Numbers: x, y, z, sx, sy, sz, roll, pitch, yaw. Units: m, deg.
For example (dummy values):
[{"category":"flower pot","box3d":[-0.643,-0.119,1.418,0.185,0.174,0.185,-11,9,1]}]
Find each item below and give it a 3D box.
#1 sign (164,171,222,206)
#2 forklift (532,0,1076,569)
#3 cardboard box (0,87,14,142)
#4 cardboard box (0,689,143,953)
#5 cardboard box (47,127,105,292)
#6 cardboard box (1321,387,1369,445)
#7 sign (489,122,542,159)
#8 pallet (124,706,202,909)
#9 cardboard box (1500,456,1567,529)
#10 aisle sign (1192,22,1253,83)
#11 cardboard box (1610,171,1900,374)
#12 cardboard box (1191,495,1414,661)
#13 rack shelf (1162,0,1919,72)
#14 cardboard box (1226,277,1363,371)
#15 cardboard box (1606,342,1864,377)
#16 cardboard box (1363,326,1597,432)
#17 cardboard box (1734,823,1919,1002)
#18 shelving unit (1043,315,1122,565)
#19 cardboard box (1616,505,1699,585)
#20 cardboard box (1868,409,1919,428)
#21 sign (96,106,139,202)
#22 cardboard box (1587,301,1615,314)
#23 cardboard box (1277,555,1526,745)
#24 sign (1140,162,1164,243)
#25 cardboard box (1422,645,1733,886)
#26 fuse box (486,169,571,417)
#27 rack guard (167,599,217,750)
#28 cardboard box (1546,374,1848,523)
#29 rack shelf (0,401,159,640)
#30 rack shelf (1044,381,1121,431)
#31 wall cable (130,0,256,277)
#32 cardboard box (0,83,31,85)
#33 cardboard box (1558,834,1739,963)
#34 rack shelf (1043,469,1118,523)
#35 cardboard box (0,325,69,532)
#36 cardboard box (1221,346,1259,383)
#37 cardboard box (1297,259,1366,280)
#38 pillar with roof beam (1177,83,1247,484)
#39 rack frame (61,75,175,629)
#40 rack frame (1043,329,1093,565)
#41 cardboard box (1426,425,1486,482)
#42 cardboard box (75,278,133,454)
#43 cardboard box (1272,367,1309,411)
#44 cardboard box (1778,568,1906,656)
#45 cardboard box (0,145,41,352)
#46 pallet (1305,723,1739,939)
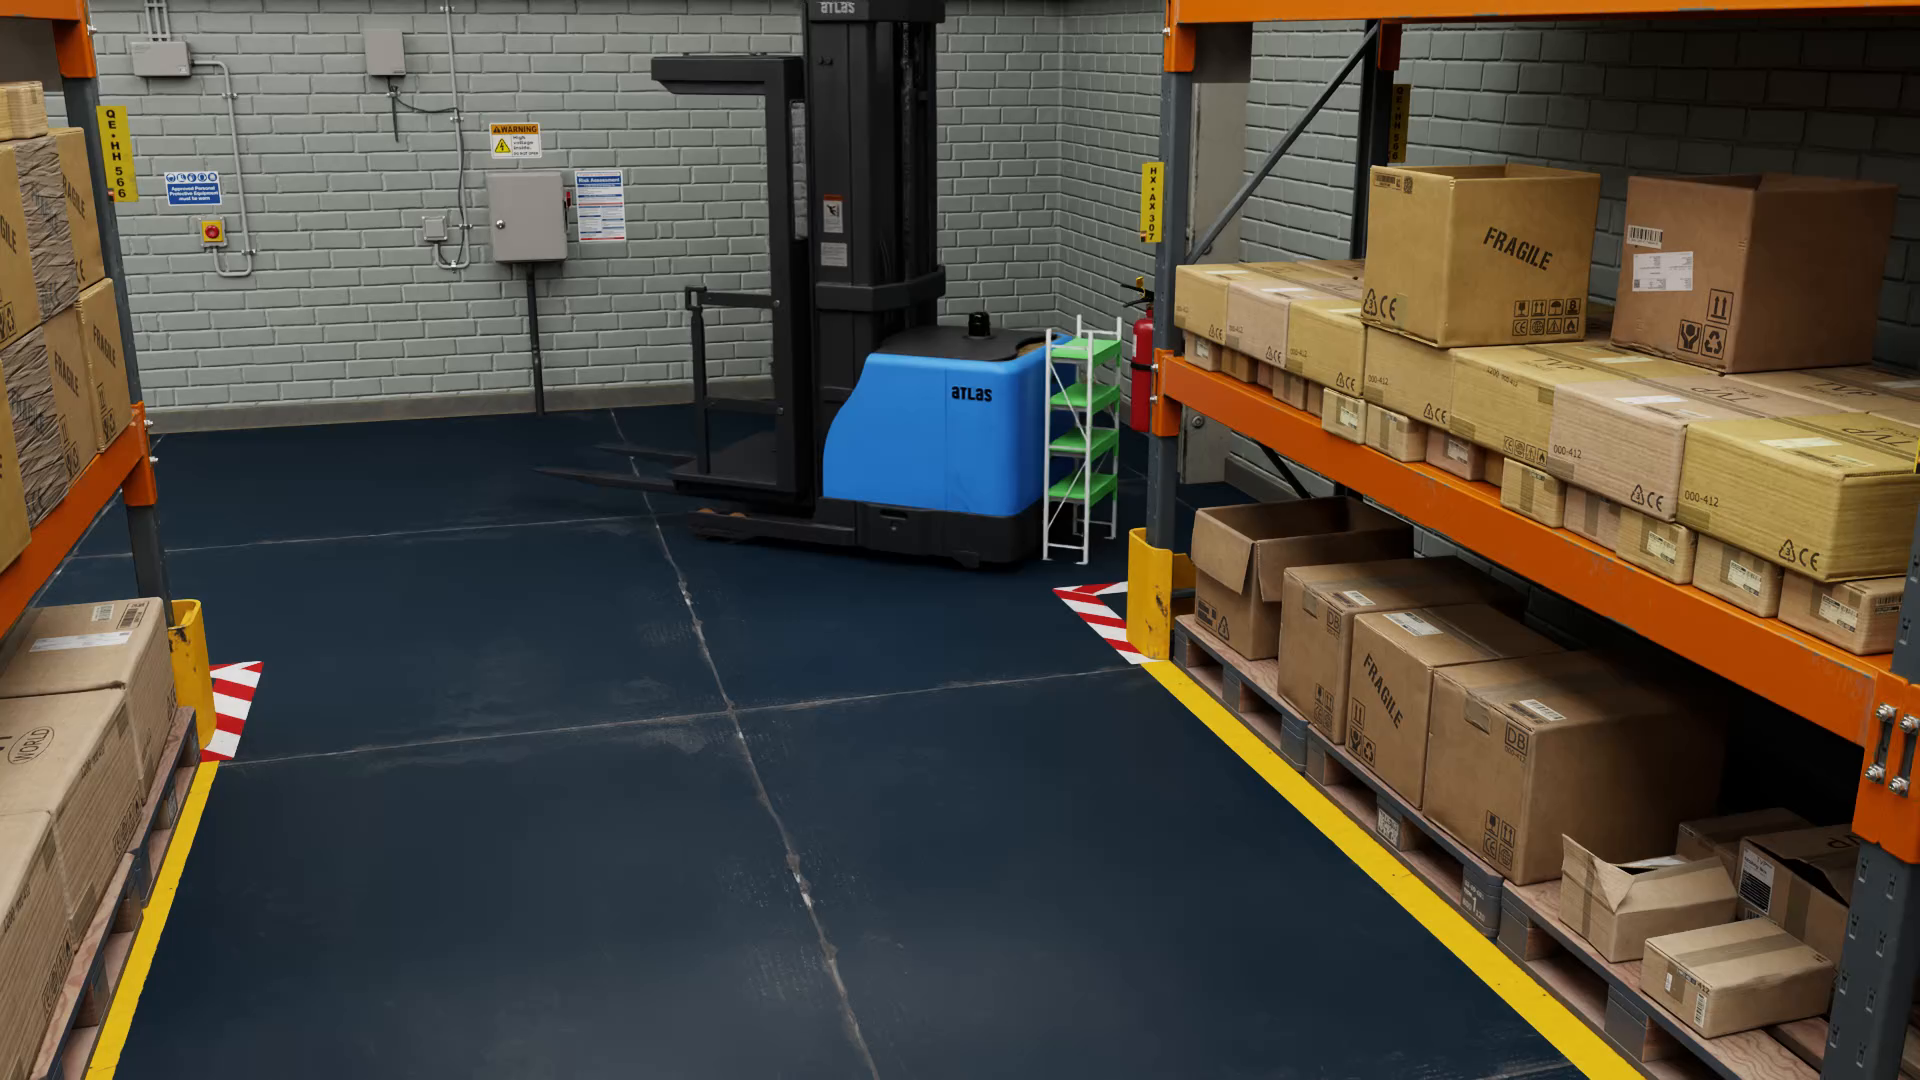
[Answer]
[{"category":"sign","box3d":[-5.087,-2.332,11.032,0.327,0.218,0.001,-5,17,-15]},{"category":"forklift","box3d":[-0.931,-1.515,8.901,3.031,2.935,1.130,7,18,22]},{"category":"cardboard box","box3d":[-2.886,-1.180,4.626,0.380,0.149,0.250,-4,17,-14]},{"category":"cardboard box","box3d":[-2.915,0.821,4.727,0.875,0.438,0.875,-4,17,-14]},{"category":"cardboard box","box3d":[-3.091,-1.044,5.301,0.500,0.500,0.500,-4,17,-13]},{"category":"cardboard box","box3d":[1.452,-0.432,5.612,0.380,0.149,0.250,-5,17,-17]},{"category":"sign","box3d":[-3.074,-2.764,11.503,0.339,0.242,0.001,-5,17,-15]},{"category":"pallet","box3d":[-3.157,0.919,5.526,1.003,0.211,1.213,-5,17,-15]},{"category":"cardboard box","box3d":[1.758,-0.150,4.674,0.380,0.149,0.250,-5,17,-16]},{"category":"aisle sign","box3d":[1.018,-2.266,6.762,0.394,0.787,0.004,-5,17,-15]},{"category":"cardboard box","box3d":[2.265,-0.781,4.779,0.500,0.500,0.500,-5,17,-17]},{"category":"cardboard box","box3d":[1.397,0.146,6.861,0.797,0.503,0.637,-5,18,-17]},{"category":"rack shelf","box3d":[1.869,-1.564,4.981,1.077,0.370,4.000,-5,17,-15]},{"category":"cardboard box","box3d":[1.324,-0.809,6.176,0.500,0.250,0.500,-5,17,-15]},{"category":"cardboard box","box3d":[2.258,-0.429,4.909,0.500,0.250,0.500,-4,17,-14]},{"category":"cardboard box","box3d":[1.627,-0.530,5.245,0.500,0.250,0.500,-5,17,-17]},{"category":"cardboard box","box3d":[2.465,0.967,4.464,0.500,0.311,0.500,-4,17,-13]},{"category":"shelving unit","box3d":[0.635,-0.526,8.619,0.258,1.200,0.503,7,18,21]},{"category":"cardboard box","box3d":[1.901,-0.007,4.197,0.380,0.149,0.250,-4,17,-14]},{"category":"cardboard box","box3d":[2.542,-0.148,3.973,0.500,0.250,0.500,-5,17,-16]},{"category":"sign","box3d":[-2.926,-1.339,5.770,0.100,0.325,0.005,-5,17,-15]},{"category":"cardboard box","box3d":[1.973,-0.709,5.843,0.500,0.250,0.500,-4,17,-14]},{"category":"cardboard box","box3d":[1.594,0.387,6.064,0.700,0.500,0.500,-4,17,-13]},{"category":"sign","box3d":[0.798,-1.397,6.883,0.100,0.325,0.005,-5,17,-15]},{"category":"cardboard box","box3d":[1.879,0.674,5.108,0.700,0.500,0.500,-5,18,-17]},{"category":"fuse box","box3d":[-2.964,-1.698,11.631,0.539,1.711,0.414,-5,17,-15]},{"category":"rack guard","box3d":[-3.459,0.559,6.222,1.175,0.500,0.348,-5,17,-15]},{"category":"cardboard box","box3d":[1.892,-0.248,4.308,0.500,0.250,0.500,-5,17,-15]},{"category":"rack shelf","box3d":[-2.902,0.266,4.102,1.077,0.370,4.000,-5,17,-15]},{"category":"rack shelf","box3d":[0.635,-0.695,8.568,0.258,0.148,0.480,7,18,21]},{"category":"wall cable","box3d":[-5.024,-2.691,10.876,0.585,1.953,0.123,-5,17,-15]},{"category":"cardboard box","box3d":[-3.068,-1.317,5.084,0.380,0.149,0.250,-4,17,-14]},{"category":"cardboard box","box3d":[1.885,0.960,4.565,0.396,0.266,0.258,-4,17,-13]},{"category":"rack shelf","box3d":[0.635,-0.235,8.707,0.258,0.148,0.480,7,18,21]},{"category":"cardboard box","box3d":[-2.791,-0.285,4.515,0.500,0.500,0.500,-4,17,-14]},{"category":"cardboard box","box3d":[1.261,-0.725,6.590,0.380,0.149,0.250,-4,17,-14]},{"category":"cardboard box","box3d":[1.701,-0.989,6.776,0.500,0.250,0.500,-4,17,-14]},{"category":"pillar with roof beam","box3d":[-2.694,-4.375,7.875,9.100,9.000,0.400,-5,17,-15]},{"category":"rack frame","box3d":[-3.452,-0.632,5.841,1.000,3.000,0.127,-5,17,-15]},{"category":"rack frame","box3d":[0.544,-0.461,8.403,0.240,1.200,0.015,7,18,21]},{"category":"cardboard box","box3d":[1.681,-0.295,5.156,0.380,0.149,0.250,-5,17,-15]},{"category":"cardboard box","box3d":[-3.065,-0.567,5.452,0.500,0.500,0.500,-5,17,-15]},{"category":"cardboard box","box3d":[1.377,-0.581,6.108,0.380,0.149,0.250,-4,17,-14]},{"category":"cardboard box","box3d":[2.088,0.133,3.730,0.380,0.149,0.250,-4,17,-14]},{"category":"cardboard box","box3d":[-2.786,-0.765,4.371,0.500,0.500,0.500,-5,17,-16]},{"category":"pallet","box3d":[1.892,0.889,5.627,1.003,0.211,1.213,-5,17,-15]}]
